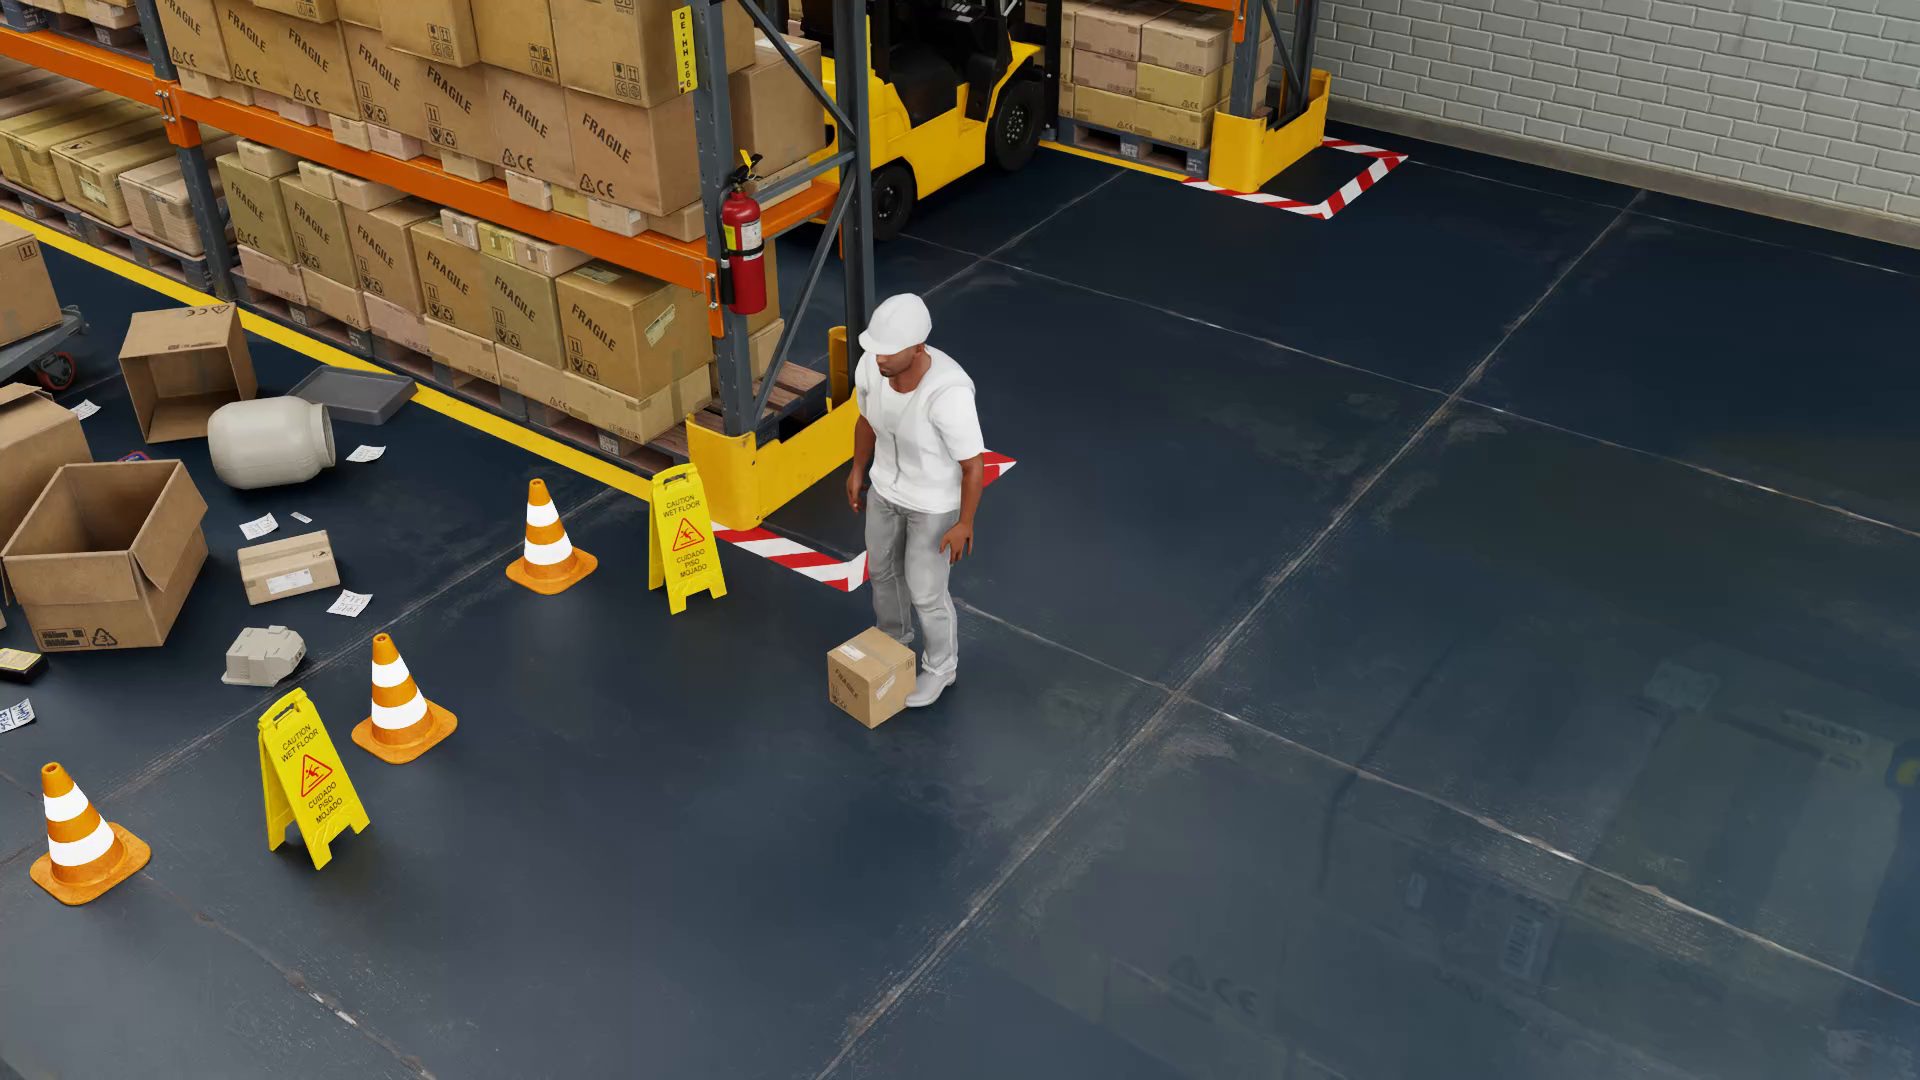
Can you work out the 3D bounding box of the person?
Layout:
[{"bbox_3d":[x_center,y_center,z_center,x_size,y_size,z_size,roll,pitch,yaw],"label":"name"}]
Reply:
[{"bbox_3d":[-0.190,-0.163,6.366,0.629,1.759,0.460,28,43,34],"label":"person"}]
